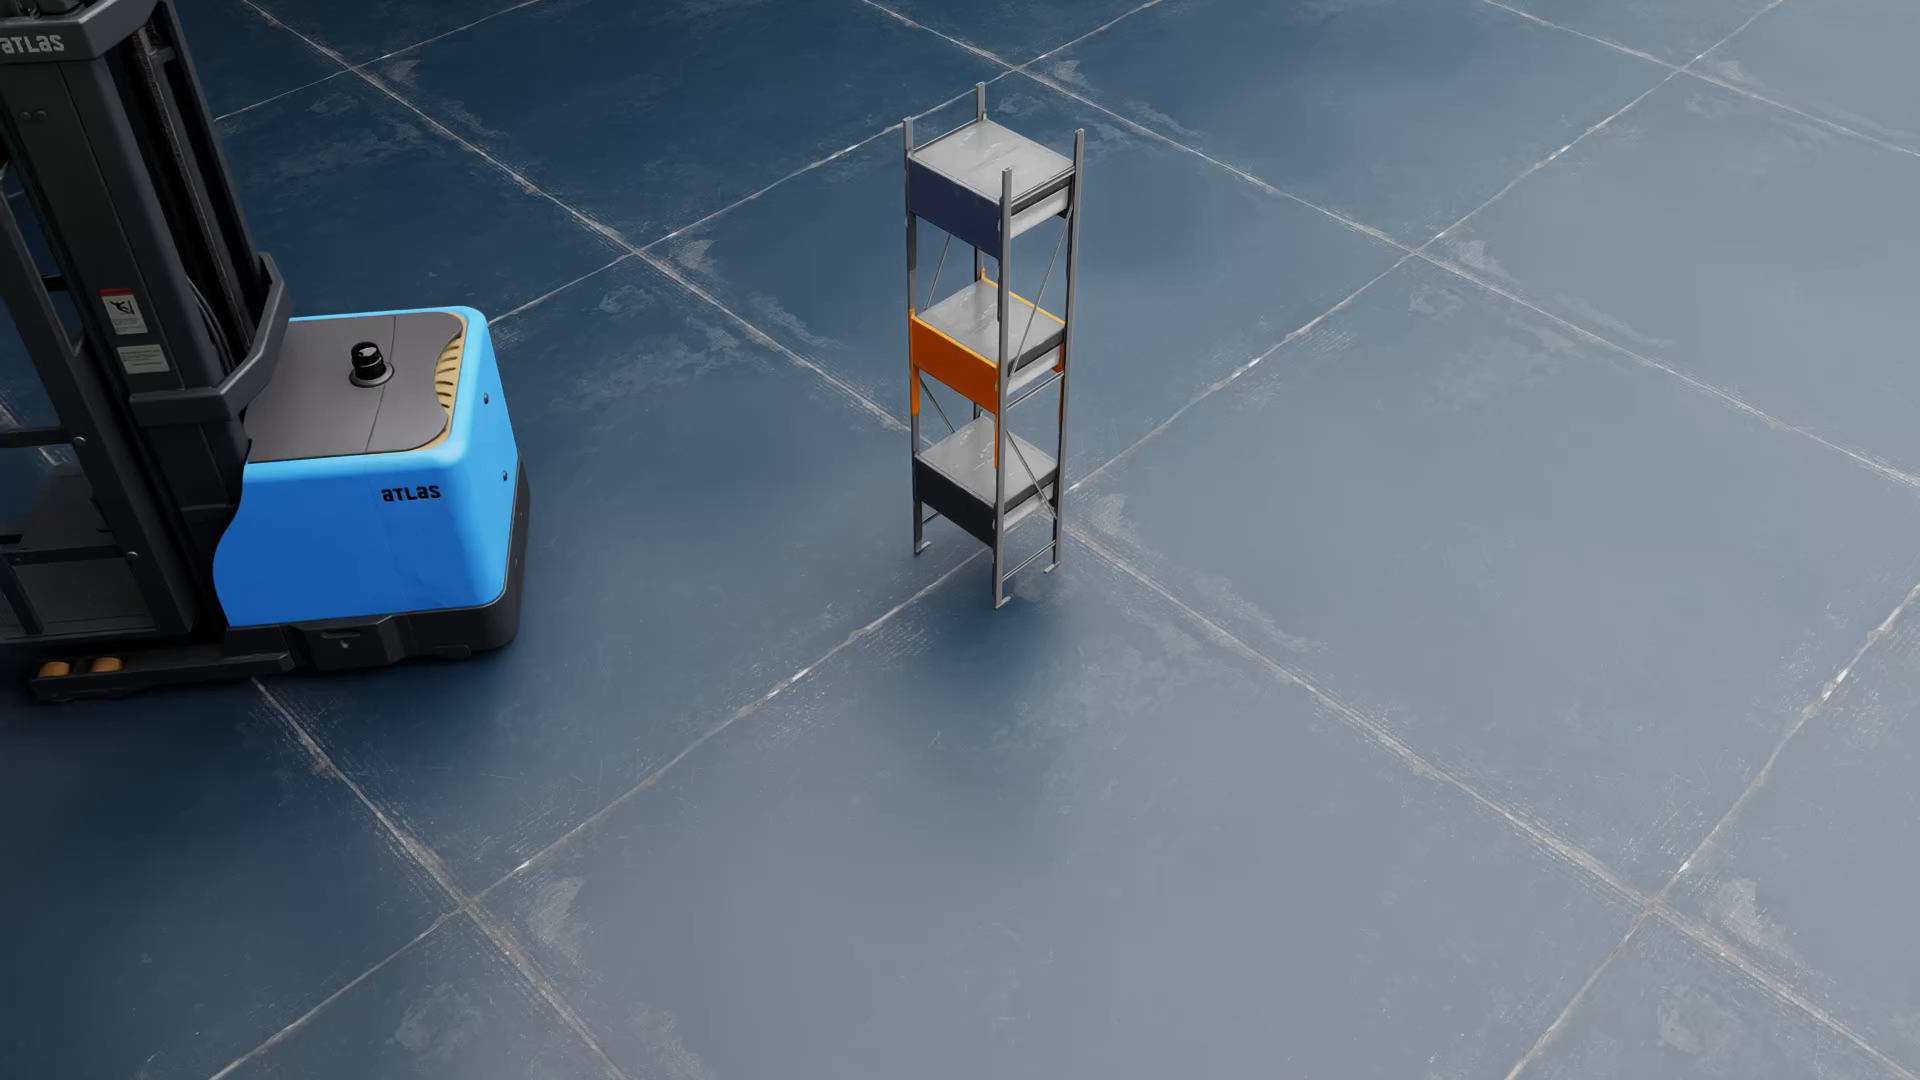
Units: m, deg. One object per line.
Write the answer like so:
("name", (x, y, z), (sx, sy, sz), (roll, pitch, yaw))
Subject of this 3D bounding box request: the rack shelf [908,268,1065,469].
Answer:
("rack shelf", (0.117, -0.682, 6.578), (0.431, 0.518, 0.480), (-34, 53, -31))

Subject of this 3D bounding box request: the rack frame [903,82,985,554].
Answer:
("rack frame", (-0.055, -0.809, 6.696), (0.400, 2.100, 0.015), (-34, 53, -31))

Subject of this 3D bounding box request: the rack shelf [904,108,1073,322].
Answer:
("rack shelf", (0.117, -1.196, 6.103), (0.431, 0.518, 0.480), (-34, 53, -31))

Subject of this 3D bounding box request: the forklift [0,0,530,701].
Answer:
("forklift", (-3.383, -0.812, 6.086), (3.031, 2.935, 1.130), (-5, 43, -5))

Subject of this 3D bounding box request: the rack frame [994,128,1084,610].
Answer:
("rack frame", (0.289, -0.574, 6.442), (0.400, 2.100, 0.015), (-34, 53, -31))

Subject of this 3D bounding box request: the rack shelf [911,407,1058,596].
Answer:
("rack shelf", (0.117, -0.167, 7.053), (0.431, 0.518, 0.480), (-34, 53, -31))

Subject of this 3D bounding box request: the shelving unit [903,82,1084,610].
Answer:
("shelving unit", (0.117, -0.692, 6.569), (0.431, 2.100, 0.503), (-34, 53, -31))
